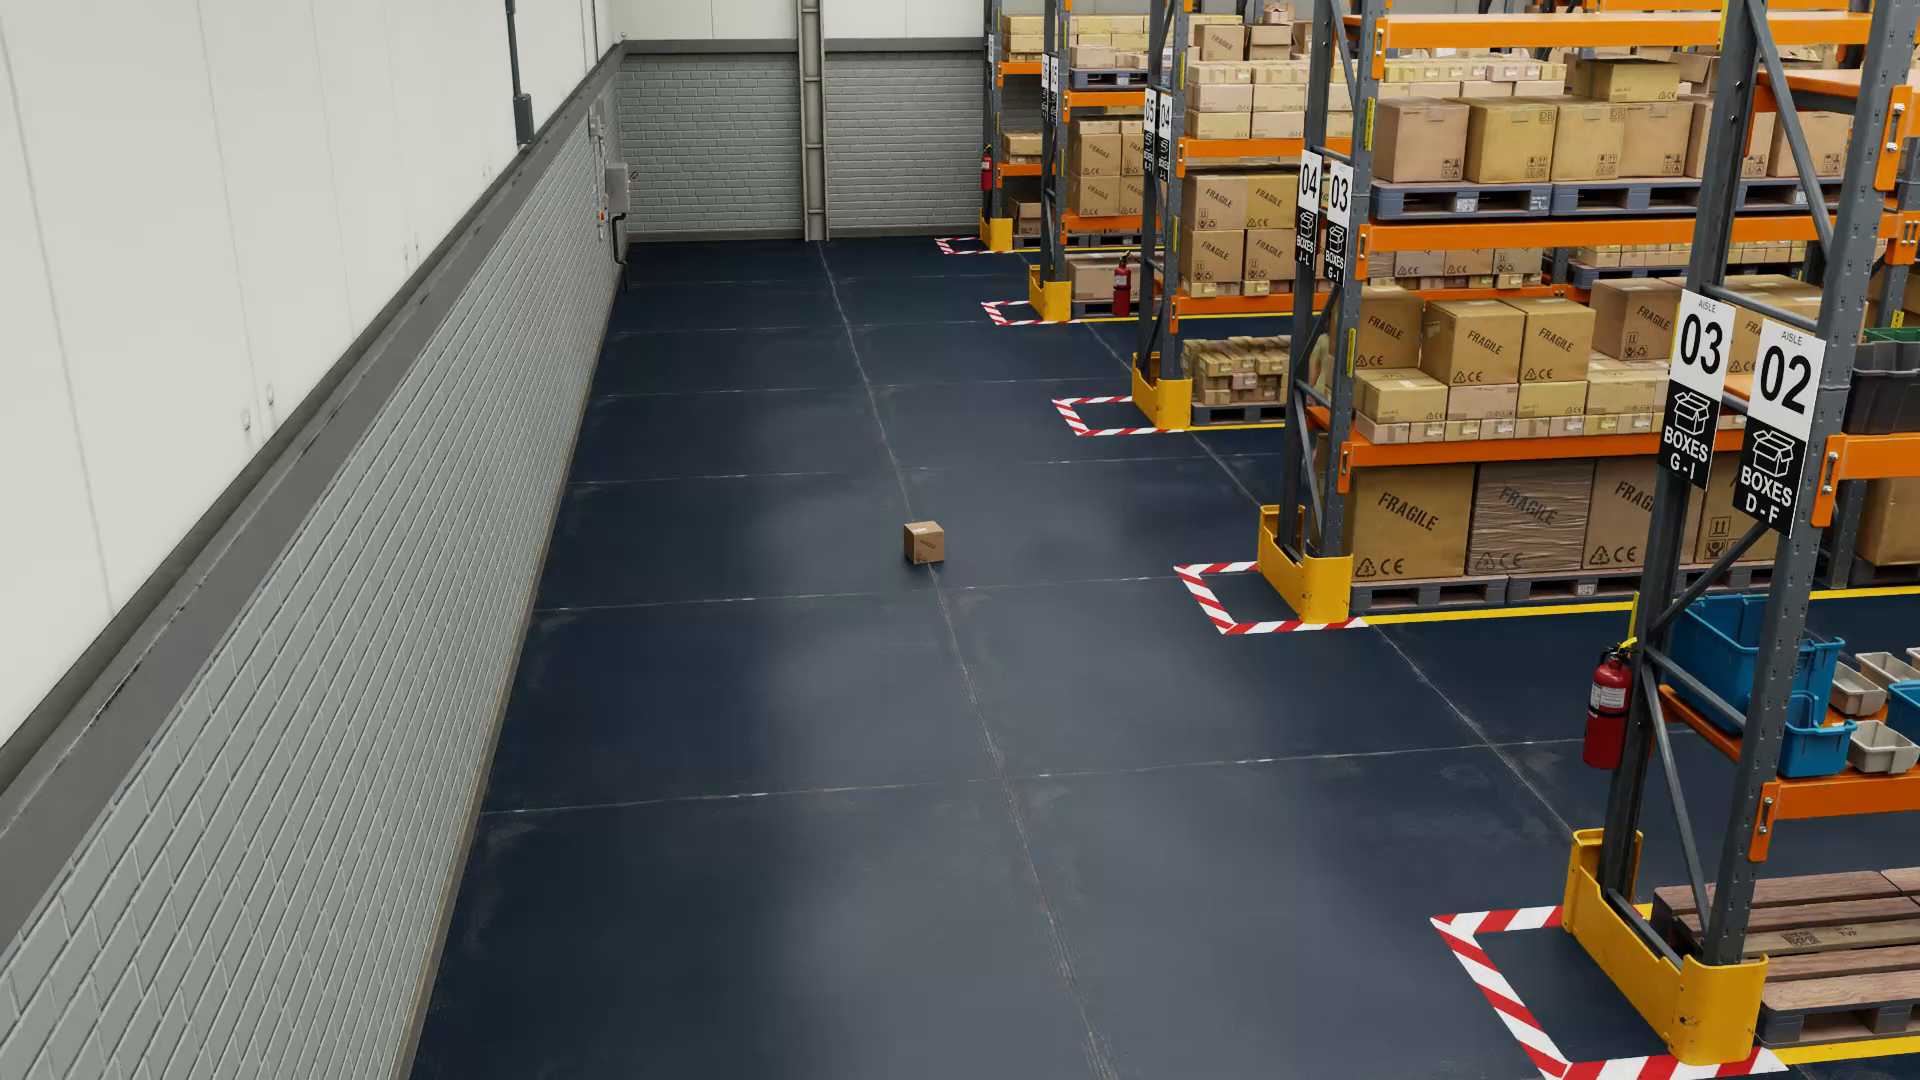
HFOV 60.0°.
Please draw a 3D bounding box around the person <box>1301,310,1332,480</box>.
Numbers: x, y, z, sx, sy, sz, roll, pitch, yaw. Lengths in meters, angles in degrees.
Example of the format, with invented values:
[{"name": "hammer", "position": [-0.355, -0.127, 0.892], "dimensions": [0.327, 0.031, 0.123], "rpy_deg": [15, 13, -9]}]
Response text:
[{"name": "person", "position": [3.224, -1.236, 14.447], "dimensions": [0.709, 1.649, 0.487], "rpy_deg": [-13, 24, -32]}]
